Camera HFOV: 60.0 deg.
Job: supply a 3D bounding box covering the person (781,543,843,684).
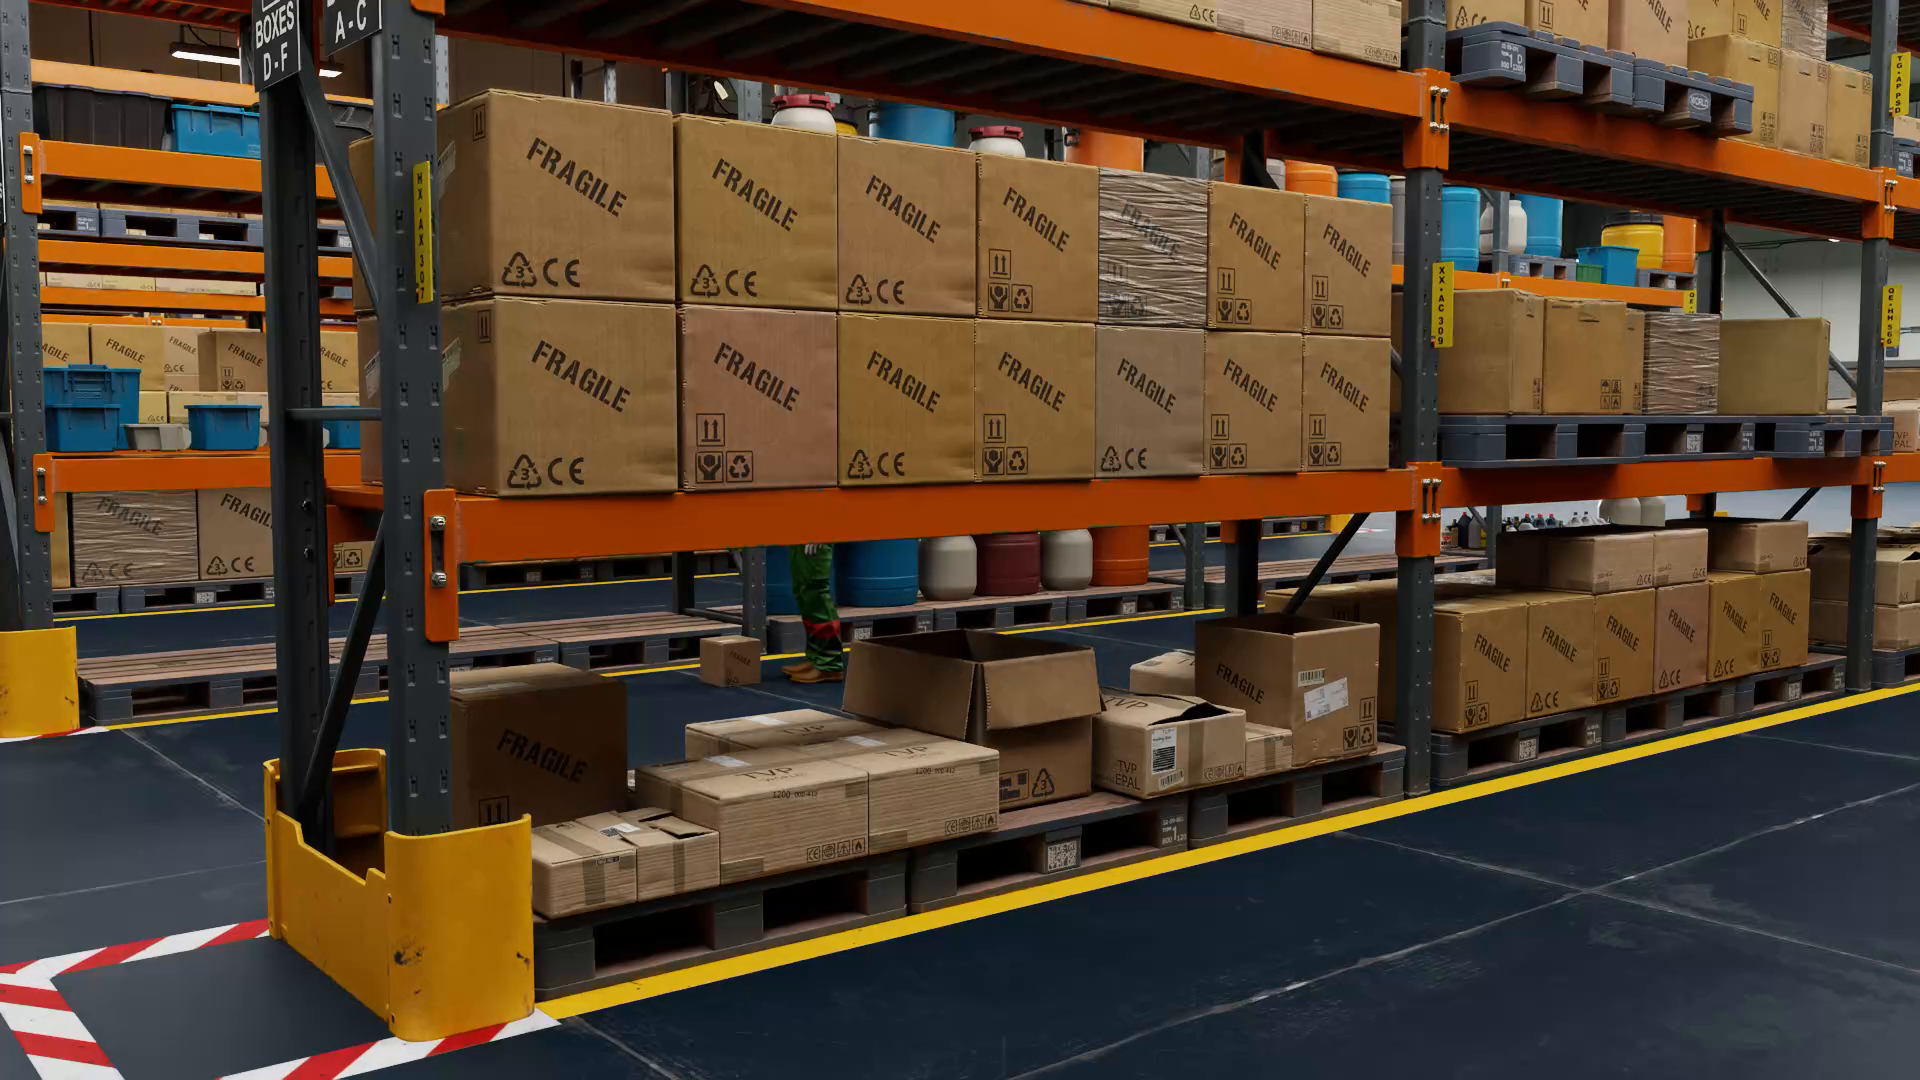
[{"bbox_3d":[-0.839,-0.088,9.478,0.347,1.788,0.524,-1,4,-14],"label":"person"}]
